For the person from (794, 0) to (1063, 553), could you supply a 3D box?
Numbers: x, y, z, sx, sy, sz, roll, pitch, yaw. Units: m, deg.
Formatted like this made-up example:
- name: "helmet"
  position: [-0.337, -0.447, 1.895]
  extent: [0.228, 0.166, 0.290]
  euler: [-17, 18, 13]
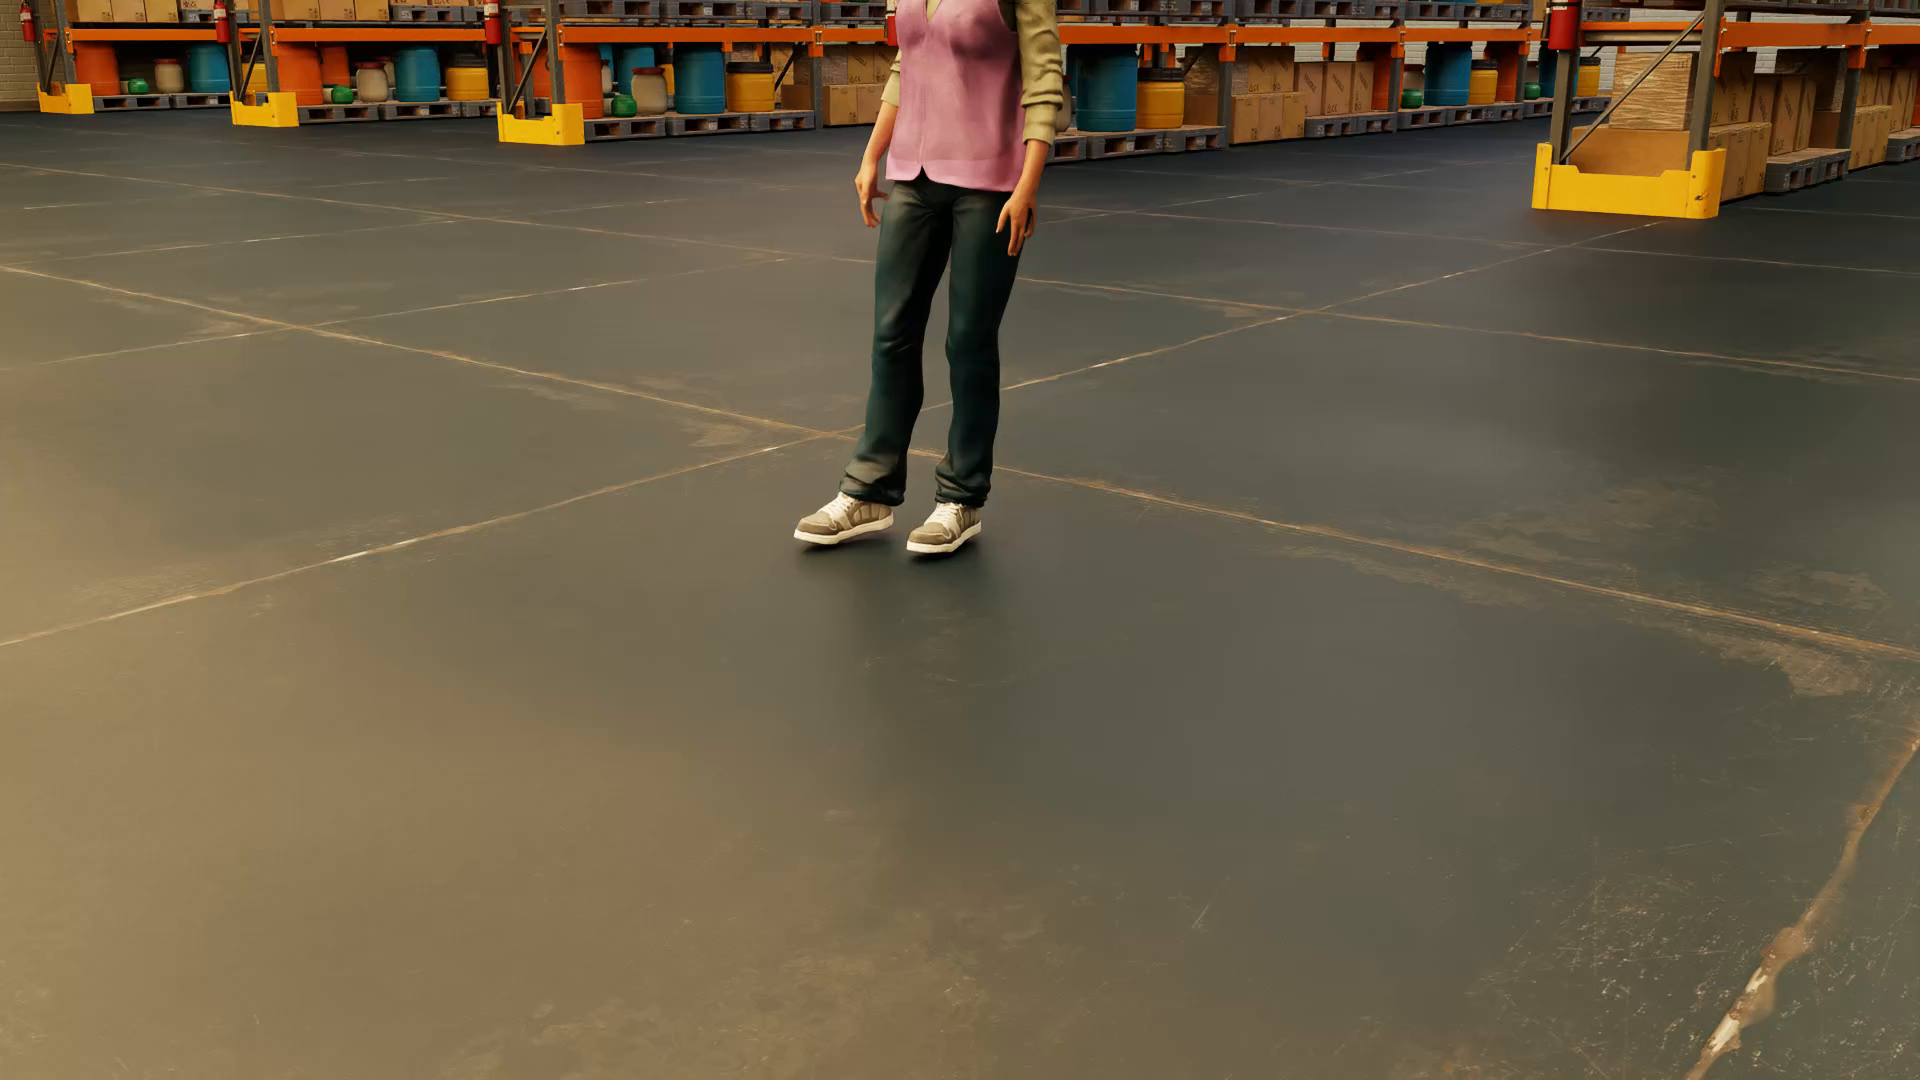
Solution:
- name: "person"
  position: [-0.058, -0.756, 3.661]
  extent: [0.521, 1.599, 0.473]
  euler: [13, 21, 37]
